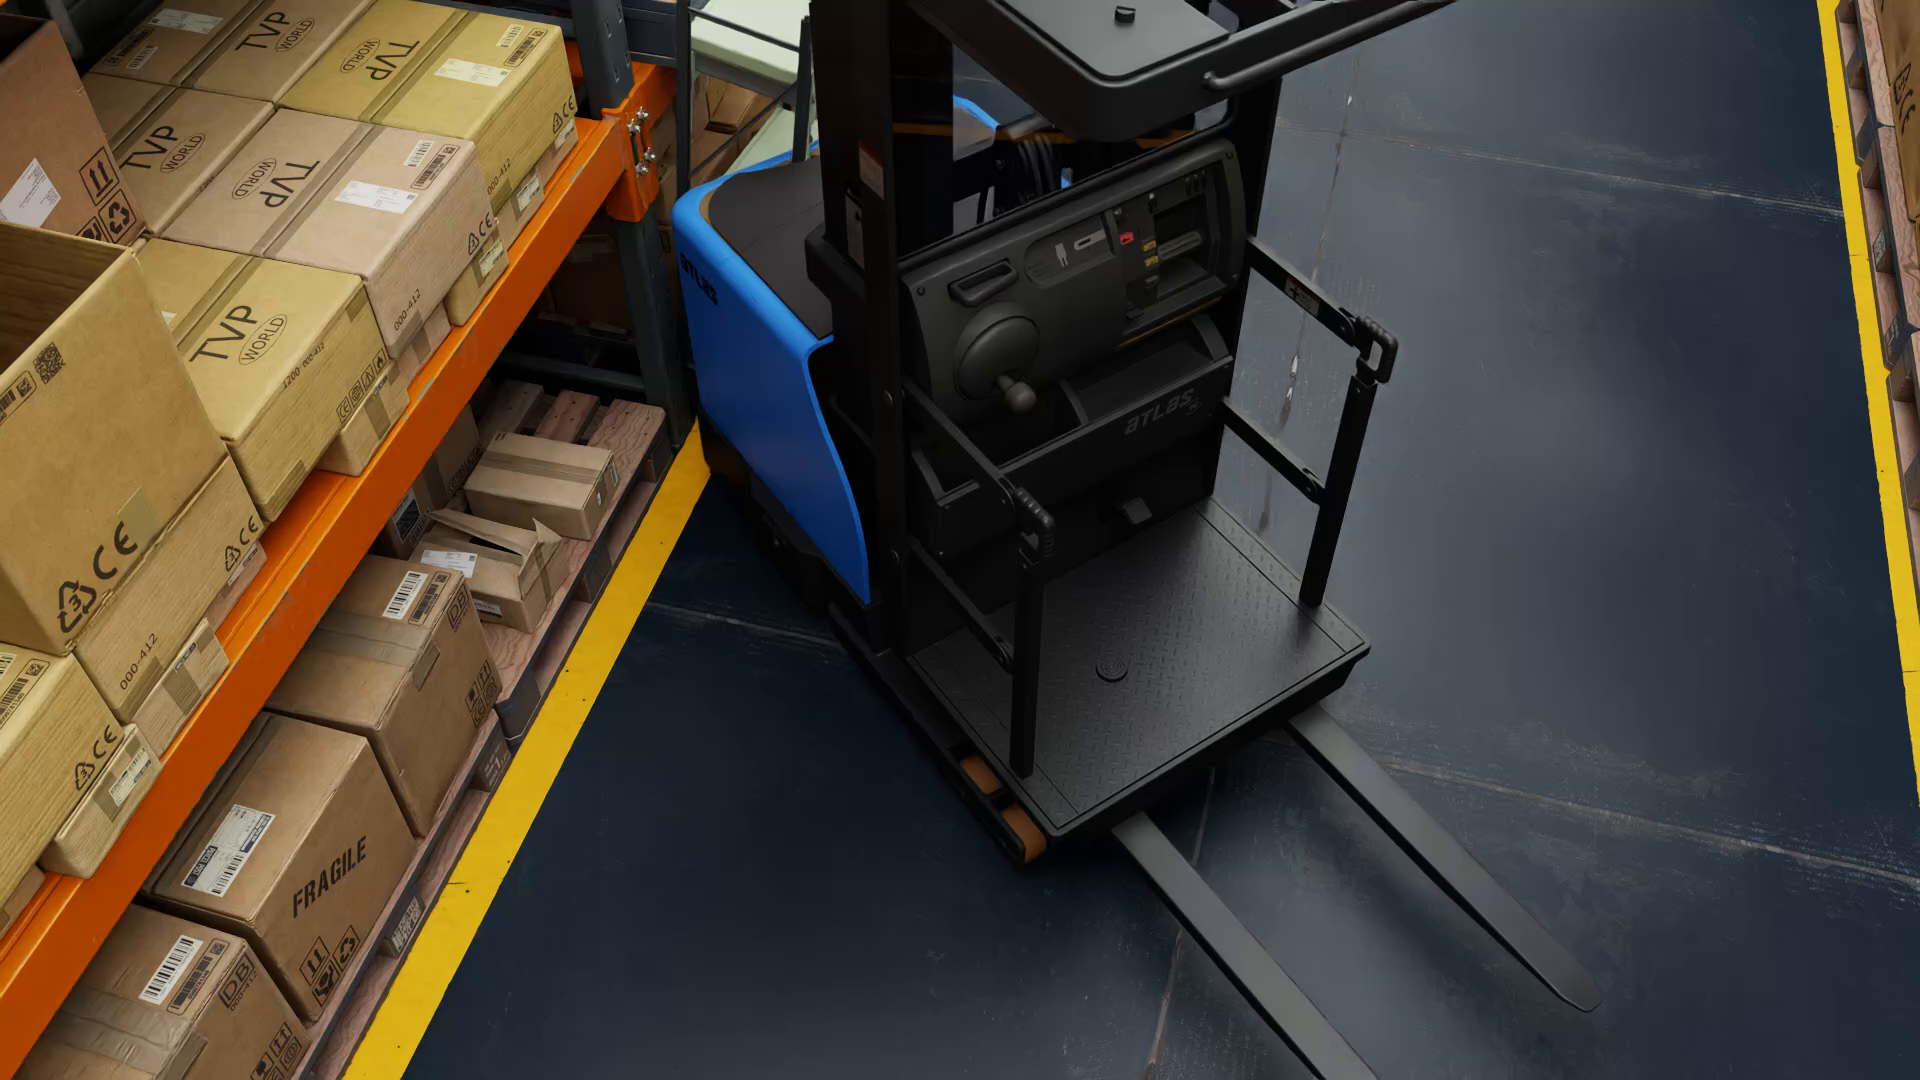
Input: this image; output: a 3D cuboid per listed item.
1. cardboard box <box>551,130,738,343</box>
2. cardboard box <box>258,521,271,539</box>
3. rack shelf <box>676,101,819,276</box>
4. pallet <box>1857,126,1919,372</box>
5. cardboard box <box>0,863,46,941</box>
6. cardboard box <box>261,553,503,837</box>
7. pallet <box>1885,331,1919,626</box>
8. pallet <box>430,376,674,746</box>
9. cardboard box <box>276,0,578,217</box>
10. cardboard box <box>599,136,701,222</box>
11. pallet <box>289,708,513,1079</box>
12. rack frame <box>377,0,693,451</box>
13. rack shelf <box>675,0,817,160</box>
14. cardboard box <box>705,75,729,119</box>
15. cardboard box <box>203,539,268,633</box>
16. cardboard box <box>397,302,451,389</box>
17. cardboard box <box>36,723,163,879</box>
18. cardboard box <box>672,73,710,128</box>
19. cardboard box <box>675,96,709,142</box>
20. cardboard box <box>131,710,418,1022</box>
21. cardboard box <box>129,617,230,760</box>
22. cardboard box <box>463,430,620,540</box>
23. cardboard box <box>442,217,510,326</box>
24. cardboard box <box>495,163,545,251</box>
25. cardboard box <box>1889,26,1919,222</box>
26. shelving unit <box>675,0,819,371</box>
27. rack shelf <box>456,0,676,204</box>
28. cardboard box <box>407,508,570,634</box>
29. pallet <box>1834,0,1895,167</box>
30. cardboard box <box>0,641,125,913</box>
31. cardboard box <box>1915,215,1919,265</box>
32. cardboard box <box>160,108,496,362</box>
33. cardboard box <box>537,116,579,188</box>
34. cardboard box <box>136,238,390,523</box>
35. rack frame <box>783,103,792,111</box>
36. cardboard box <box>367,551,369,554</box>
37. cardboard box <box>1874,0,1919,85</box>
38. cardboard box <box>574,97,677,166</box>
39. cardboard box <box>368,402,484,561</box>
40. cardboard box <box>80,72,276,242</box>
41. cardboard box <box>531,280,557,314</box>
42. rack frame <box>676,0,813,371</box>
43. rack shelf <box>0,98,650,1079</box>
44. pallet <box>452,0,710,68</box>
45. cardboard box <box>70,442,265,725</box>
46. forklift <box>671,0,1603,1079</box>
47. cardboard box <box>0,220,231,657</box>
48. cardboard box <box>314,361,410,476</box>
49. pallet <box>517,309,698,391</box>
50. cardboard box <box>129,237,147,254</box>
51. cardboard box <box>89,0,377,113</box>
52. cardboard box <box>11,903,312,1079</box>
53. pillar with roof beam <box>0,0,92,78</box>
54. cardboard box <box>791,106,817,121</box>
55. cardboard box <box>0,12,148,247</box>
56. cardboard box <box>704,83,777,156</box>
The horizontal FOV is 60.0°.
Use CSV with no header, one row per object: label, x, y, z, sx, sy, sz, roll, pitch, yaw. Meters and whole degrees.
cardboard box,-1.051,-1.049,5.563,0.500,0.500,0.500,14,50,12
cardboard box,-1.640,-0.144,3.544,0.380,0.149,0.250,12,50,11
rack shelf,-0.572,-1.039,5.458,0.431,0.370,0.720,22,52,8
pallet,3.844,-0.991,5.984,1.003,0.211,1.213,12,50,10
cardboard box,-1.849,0.607,2.881,0.380,0.149,0.250,12,50,11
cardboard box,-1.660,0.364,4.315,0.700,0.500,0.500,10,49,9
pallet,3.525,-0.105,5.202,1.003,0.211,1.213,12,50,10
pallet,-1.577,-0.013,5.120,1.003,0.211,1.213,12,50,10
cardboard box,-1.294,-1.064,4.090,0.500,0.250,0.500,13,50,11
cardboard box,-1.044,-1.165,5.232,0.380,0.149,0.250,14,50,12
pallet,-1.896,0.873,4.339,1.003,0.211,1.213,12,50,10
rack frame,-1.395,-1.432,4.513,1.000,3.000,0.127,12,50,10
rack shelf,-0.478,-1.475,4.897,0.431,0.370,0.720,22,52,8
cardboard box,-0.990,-1.569,5.588,0.380,0.149,0.250,9,49,8
cardboard box,-1.659,0.044,3.378,0.380,0.149,0.250,11,50,10
cardboard box,-1.424,-0.499,3.857,0.380,0.149,0.250,13,50,11
cardboard box,-1.710,0.439,3.030,0.380,0.149,0.250,10,49,9
cardboard box,-1.022,-1.461,5.295,0.380,0.149,0.250,9,49,8
cardboard box,-1.046,-1.381,5.423,0.380,0.149,0.250,10,49,9
cardboard box,-1.698,0.753,3.972,0.500,0.500,0.500,12,50,11
cardboard box,-1.660,0.244,3.201,0.380,0.149,0.250,13,50,11
cardboard box,-1.259,-0.167,5.018,0.380,0.149,0.250,10,49,9
cardboard box,-1.328,-0.683,4.020,0.380,0.149,0.250,13,50,11
cardboard box,-1.283,-0.876,4.190,0.380,0.149,0.250,13,50,11
cardboard box,3.946,-1.657,5.849,0.875,0.875,0.875,12,50,10
shelving unit,-0.529,-1.237,5.203,0.431,1.500,0.755,22,52,8
rack shelf,-0.869,-2.641,6.060,1.077,0.370,4.000,12,50,10
cardboard box,-1.353,0.053,4.746,0.396,0.266,0.258,13,50,11
pallet,4.167,-1.870,6.760,1.003,0.211,1.213,12,50,10
cardboard box,-1.806,0.406,2.793,0.500,0.250,0.500,11,49,9
cardboard box,3.710,-1.010,5.278,0.875,0.875,0.875,13,50,11
cardboard box,-1.412,-0.699,3.768,0.500,0.250,0.500,12,50,10
cardboard box,-1.236,-1.068,4.360,0.380,0.149,0.250,12,50,11
cardboard box,-1.556,-0.341,3.452,0.500,0.250,0.500,11,50,10
rack frame,-0.395,-1.495,5.425,0.400,1.500,0.023,22,52,8
cardboard box,-1.911,0.117,4.767,0.380,0.149,0.250,11,49,10
cardboard box,4.185,-2.301,6.417,0.875,0.875,0.875,11,50,10
cardboard box,-1.103,-1.276,5.131,0.380,0.149,0.250,11,49,9
cardboard box,-1.797,-0.250,4.983,0.500,0.311,0.500,13,50,11
cardboard box,-1.912,-0.812,3.867,0.500,0.250,0.500,11,50,10
cardboard box,-1.552,-1.157,5.658,0.500,0.500,0.500,11,50,10
rack frame,-0.664,-0.980,4.980,0.400,1.500,0.023,22,52,8
rack shelf,-1.922,0.253,3.506,1.077,0.370,4.000,12,50,10
pallet,-1.080,-1.925,5.076,1.003,0.211,1.213,12,50,10
cardboard box,-1.692,0.031,3.123,0.500,0.250,0.500,10,49,9
forklift,0.413,-0.516,3.751,1.130,2.935,3.031,-27,54,-22
cardboard box,-1.674,-0.196,2.824,0.500,0.500,0.500,13,50,11
cardboard box,-1.464,-0.308,3.689,0.380,0.149,0.250,11,49,9
pallet,-1.218,-1.105,6.085,1.003,0.211,1.213,12,50,10
cardboard box,-2.049,-0.439,3.538,0.500,0.250,0.500,13,50,11
cardboard box,-1.786,-1.176,4.189,0.500,0.250,0.500,11,50,10
cardboard box,-1.933,1.115,3.652,0.700,0.500,0.500,13,50,12
pillar with roof beam,1.705,-2.242,1.227,9.100,9.000,0.400,12,50,10
cardboard box,-0.785,-1.796,6.222,0.500,0.500,0.500,10,49,9
cardboard box,-2.044,-0.704,3.272,0.500,0.500,0.500,10,49,9
cardboard box,-0.920,-1.436,5.904,0.500,0.500,0.500,11,49,10
